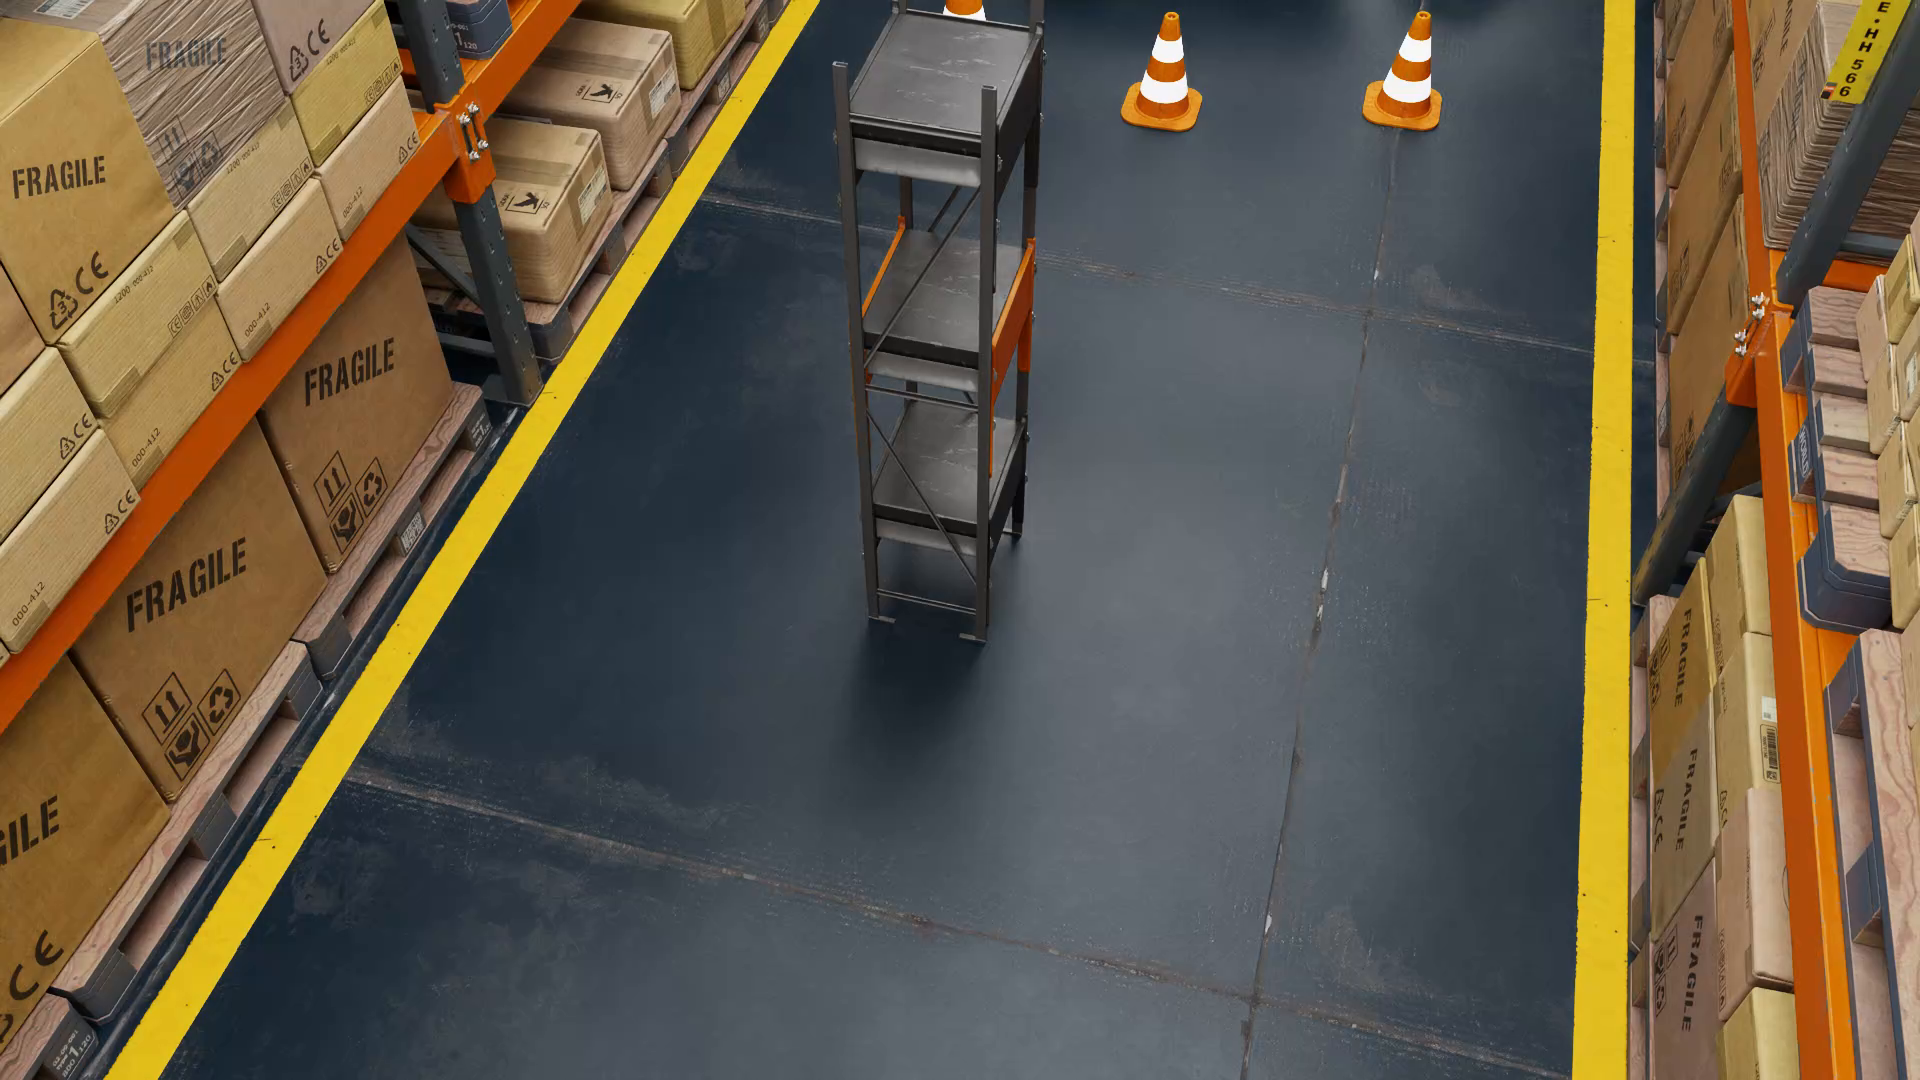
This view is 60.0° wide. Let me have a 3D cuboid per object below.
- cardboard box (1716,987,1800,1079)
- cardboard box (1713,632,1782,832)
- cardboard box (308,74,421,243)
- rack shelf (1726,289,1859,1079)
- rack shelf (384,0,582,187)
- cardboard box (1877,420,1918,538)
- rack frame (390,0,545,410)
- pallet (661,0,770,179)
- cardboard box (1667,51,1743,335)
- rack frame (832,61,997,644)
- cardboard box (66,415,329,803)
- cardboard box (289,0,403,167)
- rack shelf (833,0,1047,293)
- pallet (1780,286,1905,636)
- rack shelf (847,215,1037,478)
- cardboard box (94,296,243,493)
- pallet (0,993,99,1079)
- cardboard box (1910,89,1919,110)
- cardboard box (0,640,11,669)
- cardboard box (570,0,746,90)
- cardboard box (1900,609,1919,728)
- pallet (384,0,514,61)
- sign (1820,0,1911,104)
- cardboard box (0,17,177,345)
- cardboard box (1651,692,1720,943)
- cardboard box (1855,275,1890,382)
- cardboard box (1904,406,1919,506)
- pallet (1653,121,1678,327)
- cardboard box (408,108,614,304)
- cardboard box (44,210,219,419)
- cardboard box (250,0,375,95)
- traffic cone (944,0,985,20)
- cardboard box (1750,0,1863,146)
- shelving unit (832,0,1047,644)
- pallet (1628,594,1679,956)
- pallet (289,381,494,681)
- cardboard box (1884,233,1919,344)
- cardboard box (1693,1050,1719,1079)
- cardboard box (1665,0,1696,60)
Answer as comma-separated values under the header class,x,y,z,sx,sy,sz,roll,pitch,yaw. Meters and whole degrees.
class,x,y,z,sx,sy,sz,roll,pitch,yaw
cardboard box,1.914,1.274,3.512,0.500,0.250,0.500,10,49,8
cardboard box,2.193,0.541,4.159,0.500,0.250,0.500,11,49,10
cardboard box,-1.944,-1.154,4.867,0.500,0.250,0.500,10,49,9
rack shelf,2.215,0.968,3.375,1.077,0.370,4.000,12,50,10
rack shelf,-1.534,-2.829,6.726,1.077,0.370,4.000,12,50,10
cardboard box,2.287,-0.099,3.724,0.380,0.149,0.250,14,50,12
rack frame,-2.061,-1.620,5.179,1.000,3.000,0.127,12,50,10
pallet,-1.531,-2.142,7.500,1.003,0.211,1.213,12,50,10
cardboard box,3.215,-1.167,5.999,1.050,0.750,0.750,12,50,11
rack frame,-0.108,-0.399,4.701,0.400,2.100,0.015,12,50,10
cardboard box,-2.562,0.071,4.823,0.875,0.875,0.875,12,50,10
cardboard box,-1.943,-1.336,4.695,0.500,0.250,0.500,11,50,10
rack shelf,-0.044,-1.029,4.342,0.431,0.518,0.480,12,50,10
pallet,2.656,-0.117,3.980,1.213,0.211,1.003,12,50,10
rack shelf,-0.044,-0.566,4.867,0.431,0.518,0.480,12,50,10
cardboard box,-2.211,-0.420,4.220,0.500,0.250,0.500,11,50,10
pallet,-2.983,1.623,4.177,1.003,0.211,1.213,12,50,10
cardboard box,2.869,-1.403,4.254,0.700,0.500,0.500,11,50,10
cardboard box,-2.458,0.314,3.572,0.500,0.250,0.500,11,50,10
cardboard box,-1.511,-2.379,7.322,0.950,0.372,0.625,13,50,11
cardboard box,2.150,0.289,3.381,0.380,0.149,0.250,13,50,11
pallet,-1.976,-2.093,5.725,1.213,0.211,1.003,12,50,10
sign,2.205,-1.207,4.042,0.100,0.325,0.005,12,50,10
cardboard box,-2.209,-0.828,3.746,0.500,0.500,0.500,12,50,10
cardboard box,2.180,0.797,4.433,0.500,0.500,0.500,12,50,10
cardboard box,2.429,-0.488,4.068,0.380,0.149,0.250,11,49,10
cardboard box,2.284,-0.170,3.589,0.380,0.149,0.250,10,49,9
pallet,3.344,-1.229,6.694,1.003,0.211,1.213,12,50,10
cardboard box,-1.903,-1.296,6.366,0.950,0.372,0.625,9,49,7
cardboard box,-2.190,-0.590,4.036,0.500,0.250,0.500,10,49,9
cardboard box,-1.945,-1.559,4.391,0.500,0.500,0.500,10,49,9
traffic cone,0.016,-2.501,7.649,0.336,0.463,0.334,12,50,10
cardboard box,2.733,-1.489,4.997,0.500,0.500,0.500,12,50,10
shelving unit,-0.044,-0.575,4.857,0.431,2.100,0.503,12,50,10
pallet,2.534,0.771,4.929,1.003,0.211,1.213,12,50,10
pallet,-2.341,-0.142,5.735,1.003,0.211,1.213,12,50,10
cardboard box,2.420,-0.561,3.933,0.380,0.149,0.250,14,50,12
cardboard box,1.915,1.539,3.778,0.500,0.500,0.500,11,49,9
cardboard box,3.717,-2.538,7.209,1.050,0.750,0.750,11,50,10
